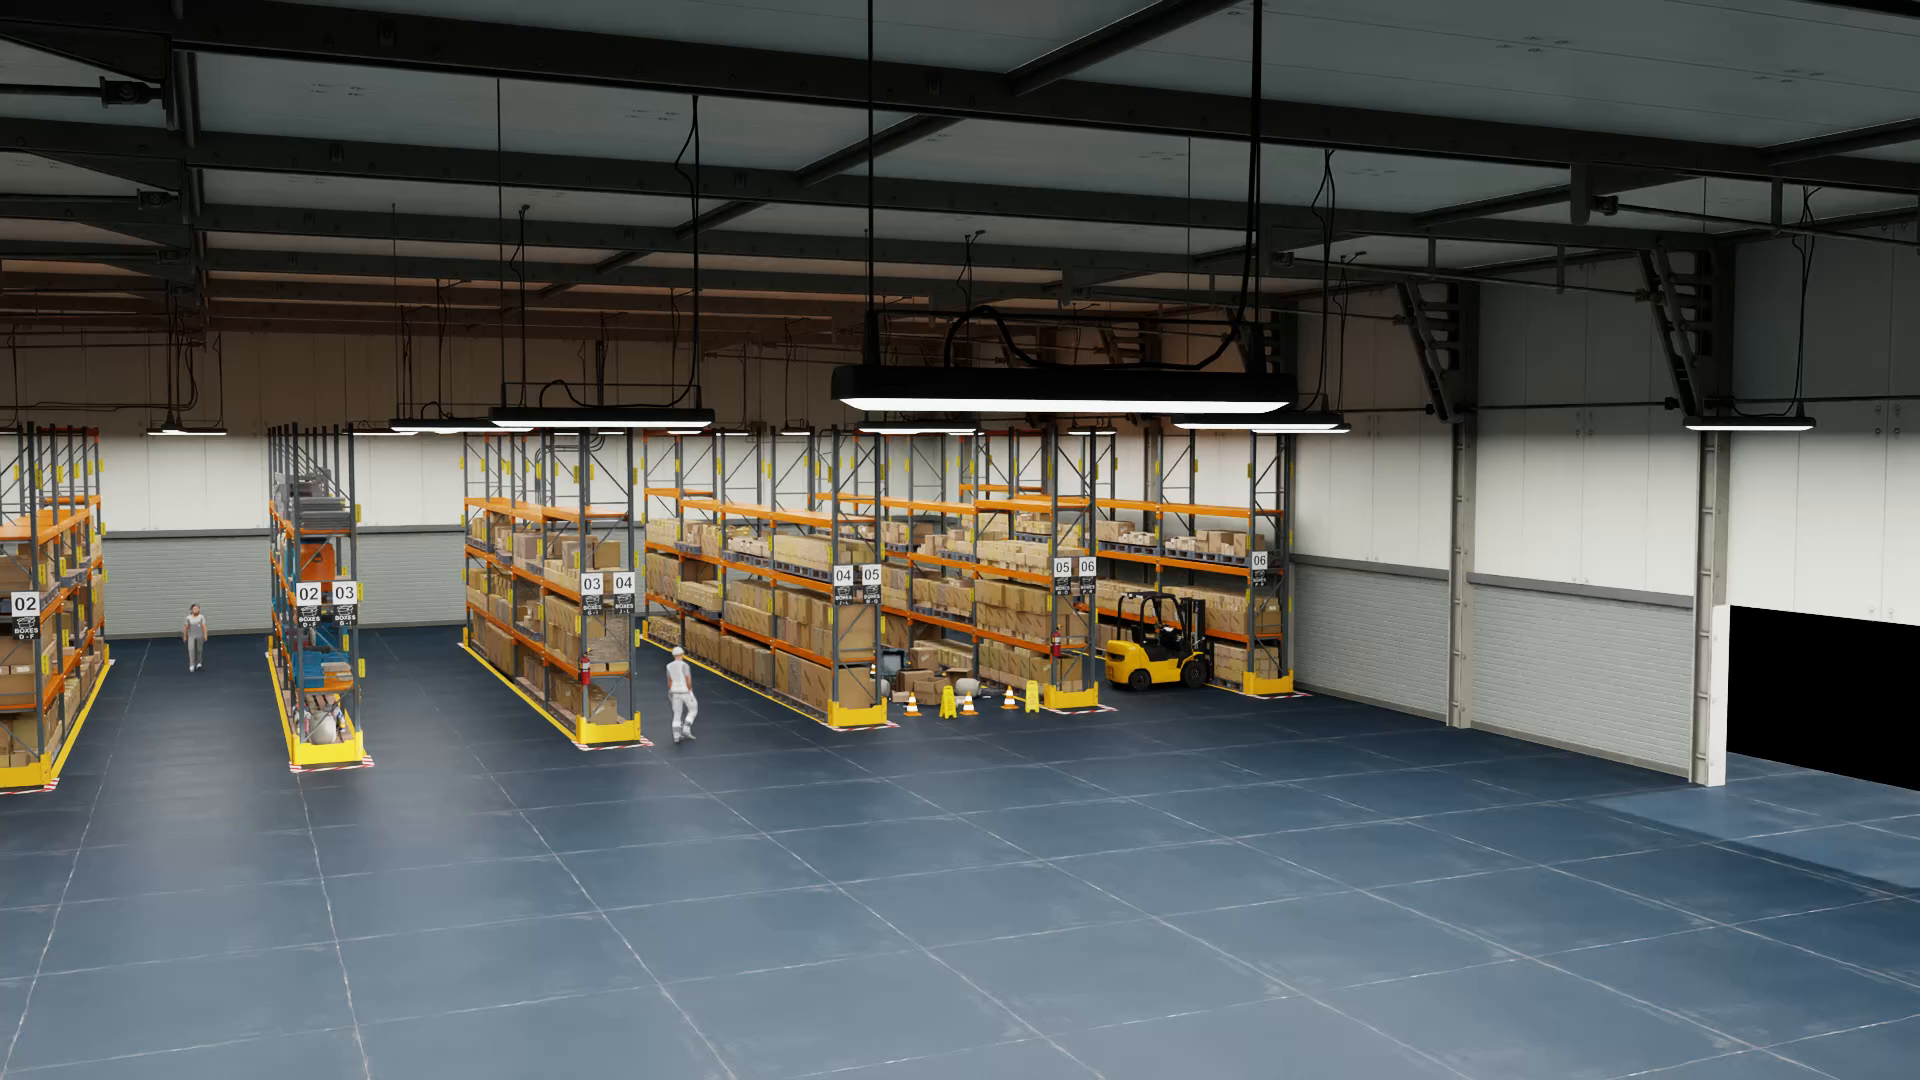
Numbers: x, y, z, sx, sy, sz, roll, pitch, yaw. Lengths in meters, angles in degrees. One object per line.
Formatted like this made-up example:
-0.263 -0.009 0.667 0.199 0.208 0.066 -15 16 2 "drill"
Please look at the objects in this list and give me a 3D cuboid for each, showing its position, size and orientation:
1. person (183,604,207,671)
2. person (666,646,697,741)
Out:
-18.888 2.392 41.059 0.554 1.605 1.064 -1 4 -21 "person"
-5.288 2.902 31.447 0.641 1.759 0.479 1 4 23 "person"
